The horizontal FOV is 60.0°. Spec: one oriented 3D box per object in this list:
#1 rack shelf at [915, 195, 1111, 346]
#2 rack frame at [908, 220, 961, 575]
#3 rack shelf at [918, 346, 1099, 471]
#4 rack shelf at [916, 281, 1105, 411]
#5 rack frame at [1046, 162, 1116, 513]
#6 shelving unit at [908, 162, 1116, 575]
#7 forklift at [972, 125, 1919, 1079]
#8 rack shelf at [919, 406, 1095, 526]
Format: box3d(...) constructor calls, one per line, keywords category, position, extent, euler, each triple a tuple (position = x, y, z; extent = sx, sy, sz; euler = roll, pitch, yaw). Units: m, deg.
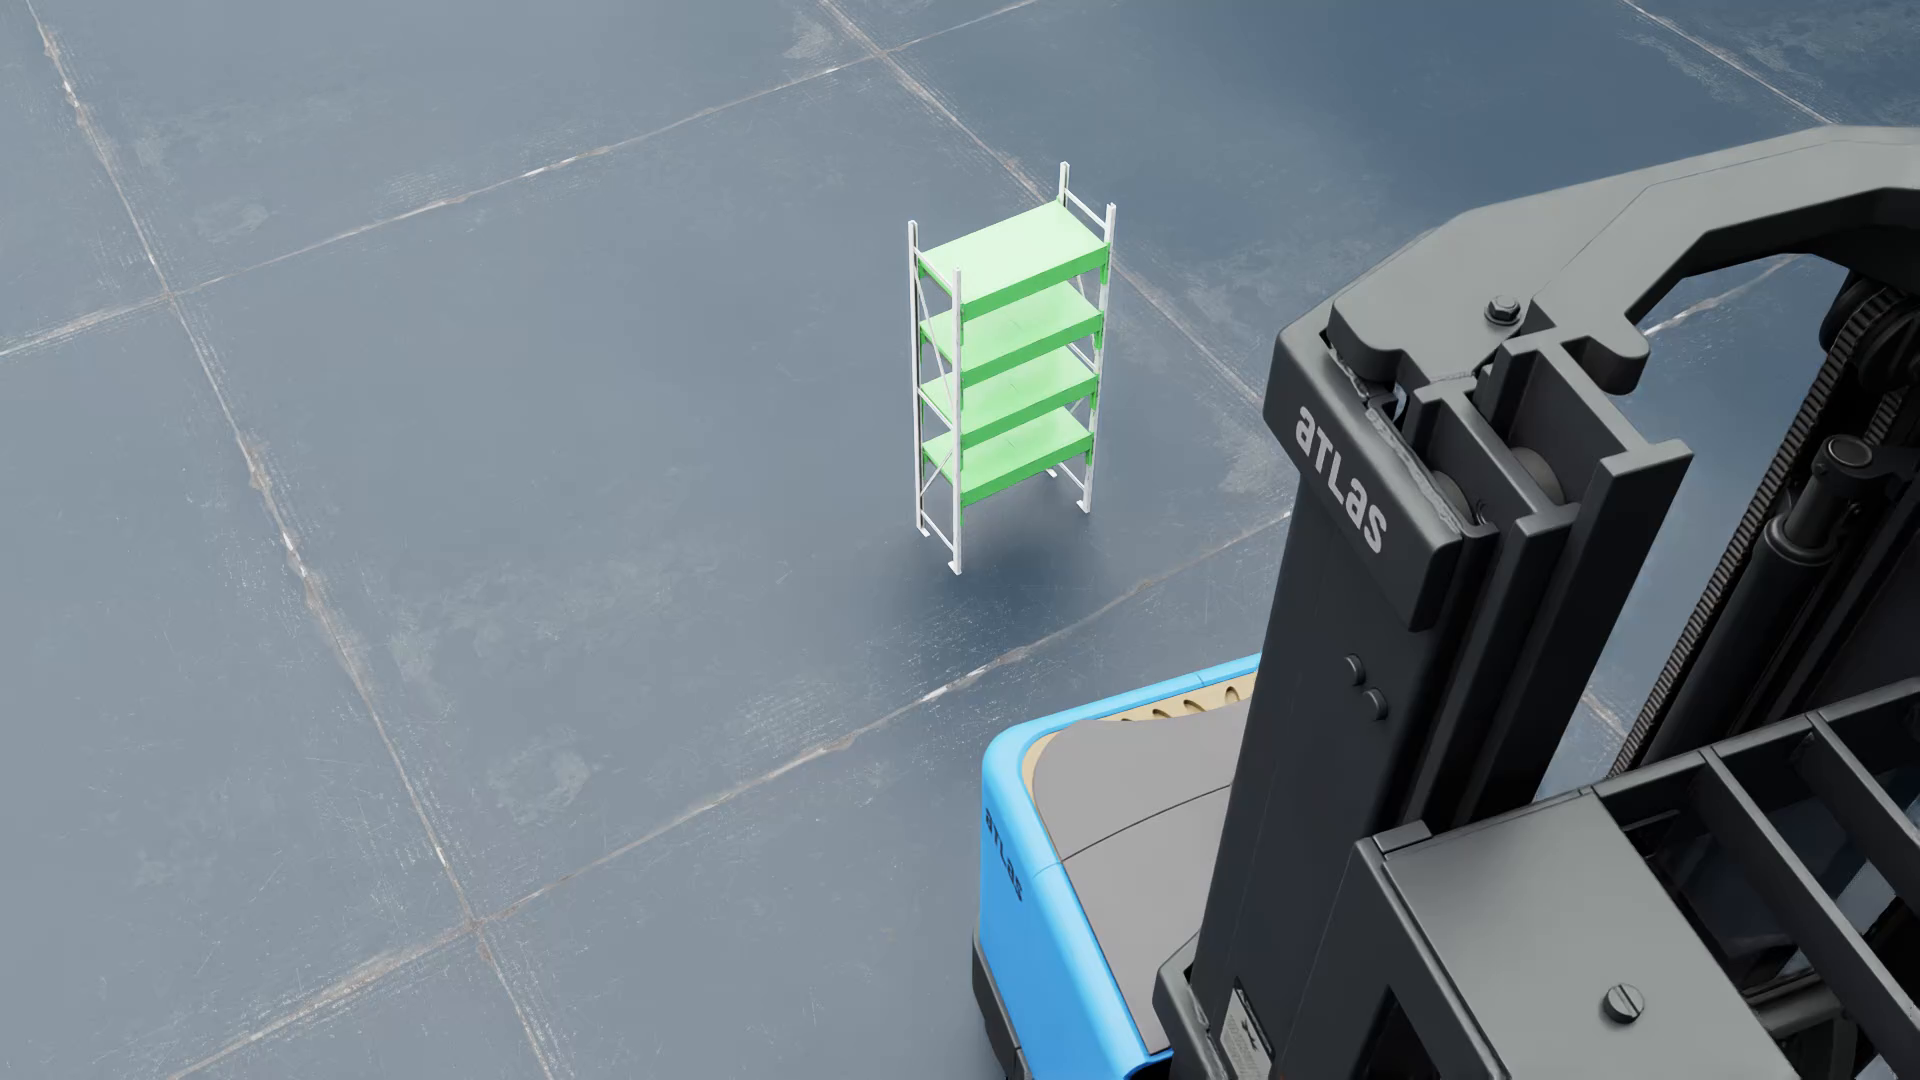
box3d(category="rack shelf", position=(0.140, -0.742, 4.550), extent=(0.480, 0.148, 0.258), euler=(-25, 53, -21))
box3d(category="rack frame", position=(-0.066, -0.368, 4.774), extent=(0.015, 1.200, 0.240), euler=(-25, 53, -21))
box3d(category="rack shelf", position=(0.140, -0.422, 4.908), extent=(0.480, 0.148, 0.258), euler=(-25, 53, -21))
box3d(category="rack shelf", position=(0.140, -0.582, 4.729), extent=(0.480, 0.148, 0.258), euler=(-25, 53, -21))
box3d(category="rack frame", position=(0.346, -0.562, 4.947), extent=(0.015, 1.200, 0.240), euler=(-25, 53, -21))
box3d(category="shelving unit", position=(0.140, -0.465, 4.861), extent=(0.503, 1.200, 0.258), euler=(-25, 53, -21))
box3d(category="forklift", position=(1.005, 1.061, 2.342), extent=(1.130, 2.935, 3.031), euler=(-15, 50, -13))
box3d(category="rack shelf", position=(0.140, -0.263, 5.088), extent=(0.480, 0.148, 0.258), euler=(-25, 53, -21))
